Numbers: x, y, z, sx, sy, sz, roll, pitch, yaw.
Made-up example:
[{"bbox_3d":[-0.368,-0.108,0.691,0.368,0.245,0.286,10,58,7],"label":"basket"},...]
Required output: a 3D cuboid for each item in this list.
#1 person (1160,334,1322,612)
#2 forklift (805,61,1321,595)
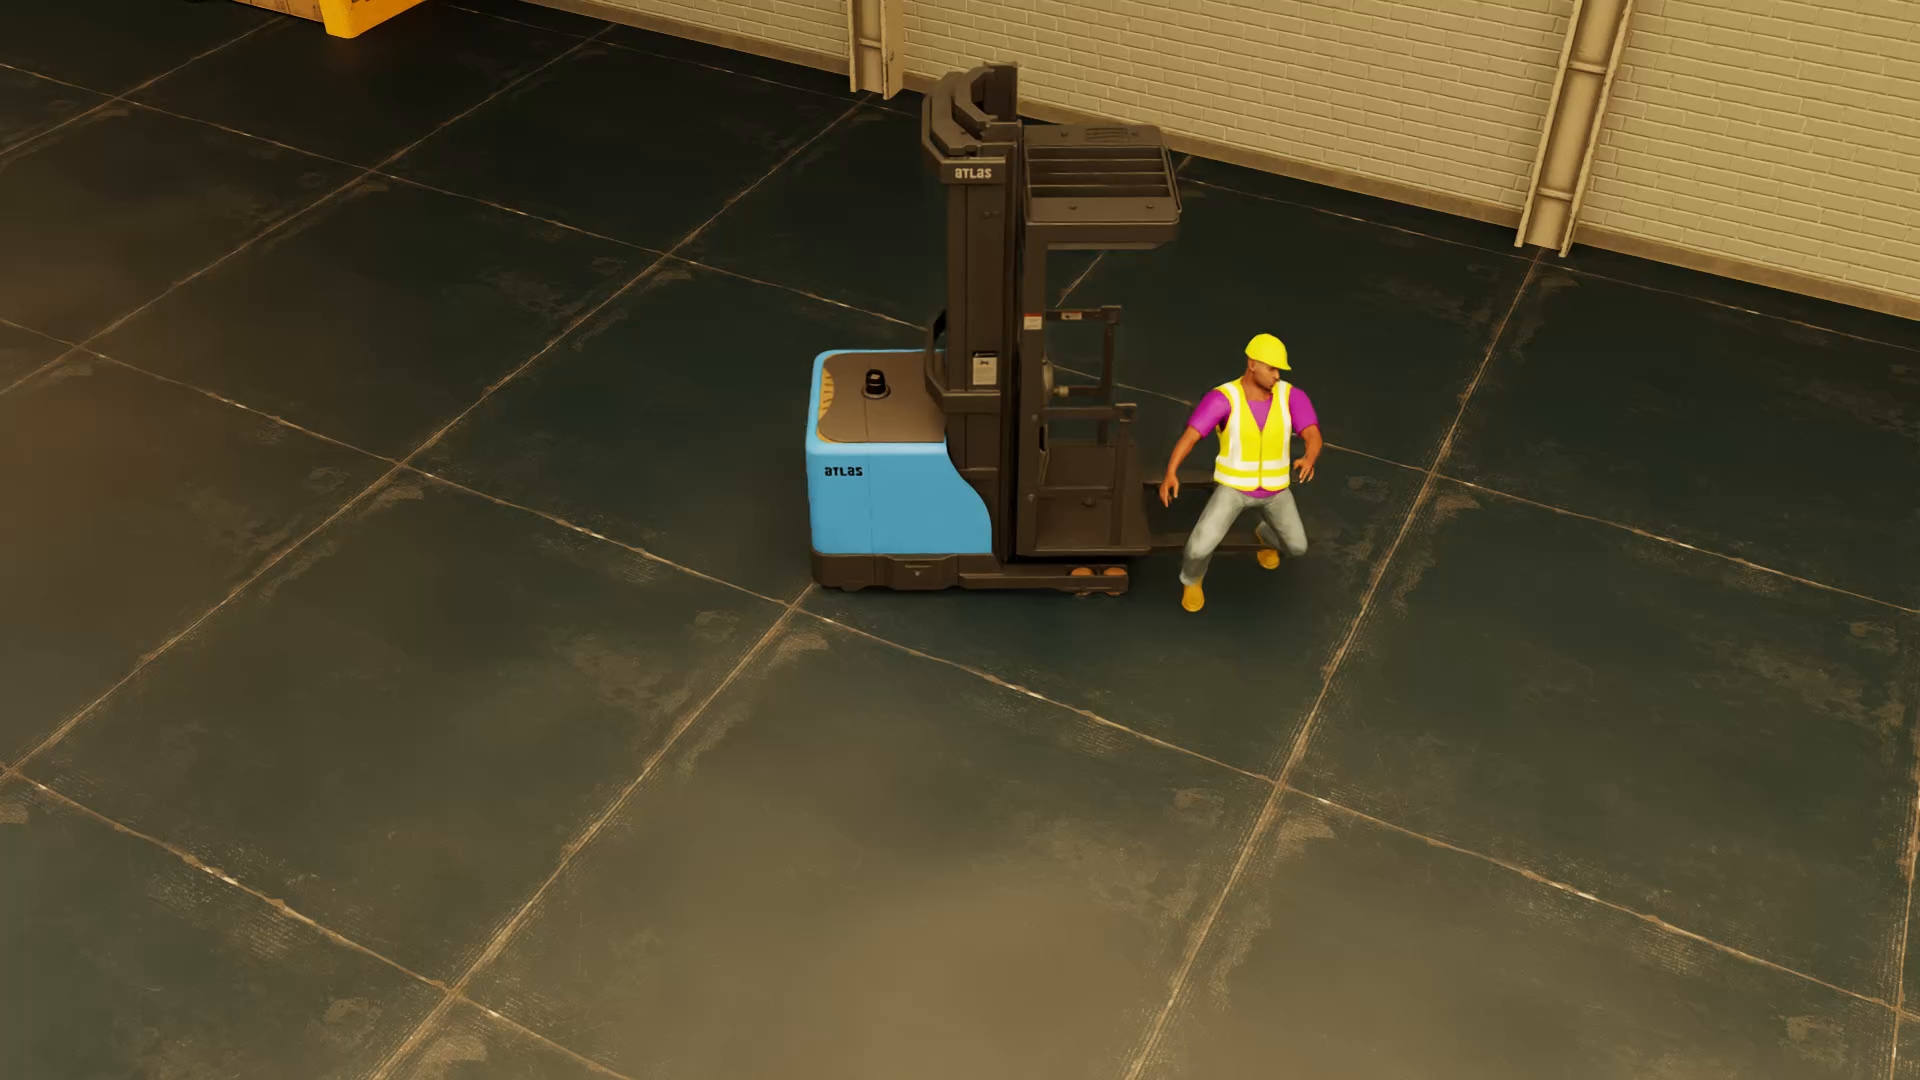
[{"bbox_3d":[1.524,-0.290,9.247,0.932,1.556,0.804,-6,41,-7],"label":"person"},{"bbox_3d":[0.630,-1.138,9.337,3.031,2.935,1.130,0,40,0],"label":"forklift"}]
